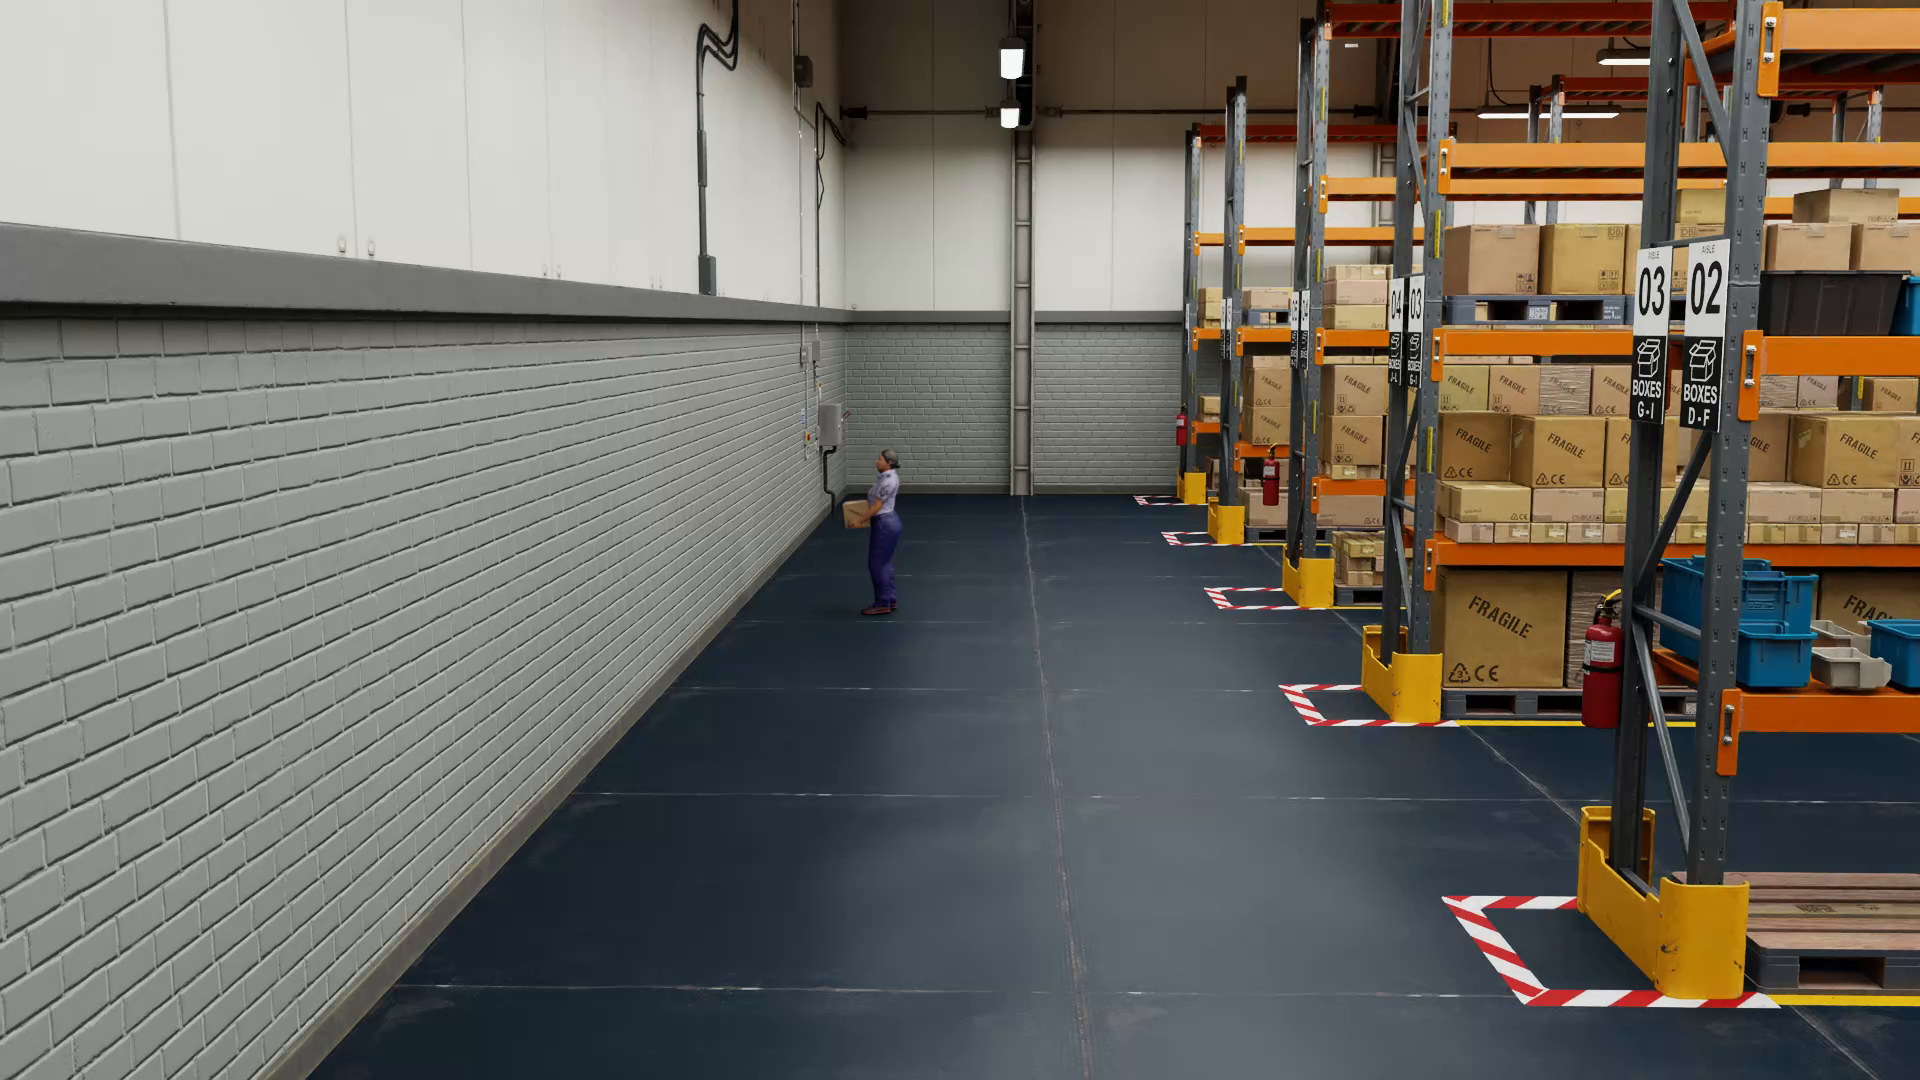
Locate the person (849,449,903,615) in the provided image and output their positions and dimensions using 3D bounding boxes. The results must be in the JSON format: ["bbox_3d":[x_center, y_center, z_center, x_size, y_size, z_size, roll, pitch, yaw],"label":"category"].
[{"bbox_3d":[-0.836,-0.089,16.566,0.521,1.641,0.451,0,7,2],"label":"person"}]
